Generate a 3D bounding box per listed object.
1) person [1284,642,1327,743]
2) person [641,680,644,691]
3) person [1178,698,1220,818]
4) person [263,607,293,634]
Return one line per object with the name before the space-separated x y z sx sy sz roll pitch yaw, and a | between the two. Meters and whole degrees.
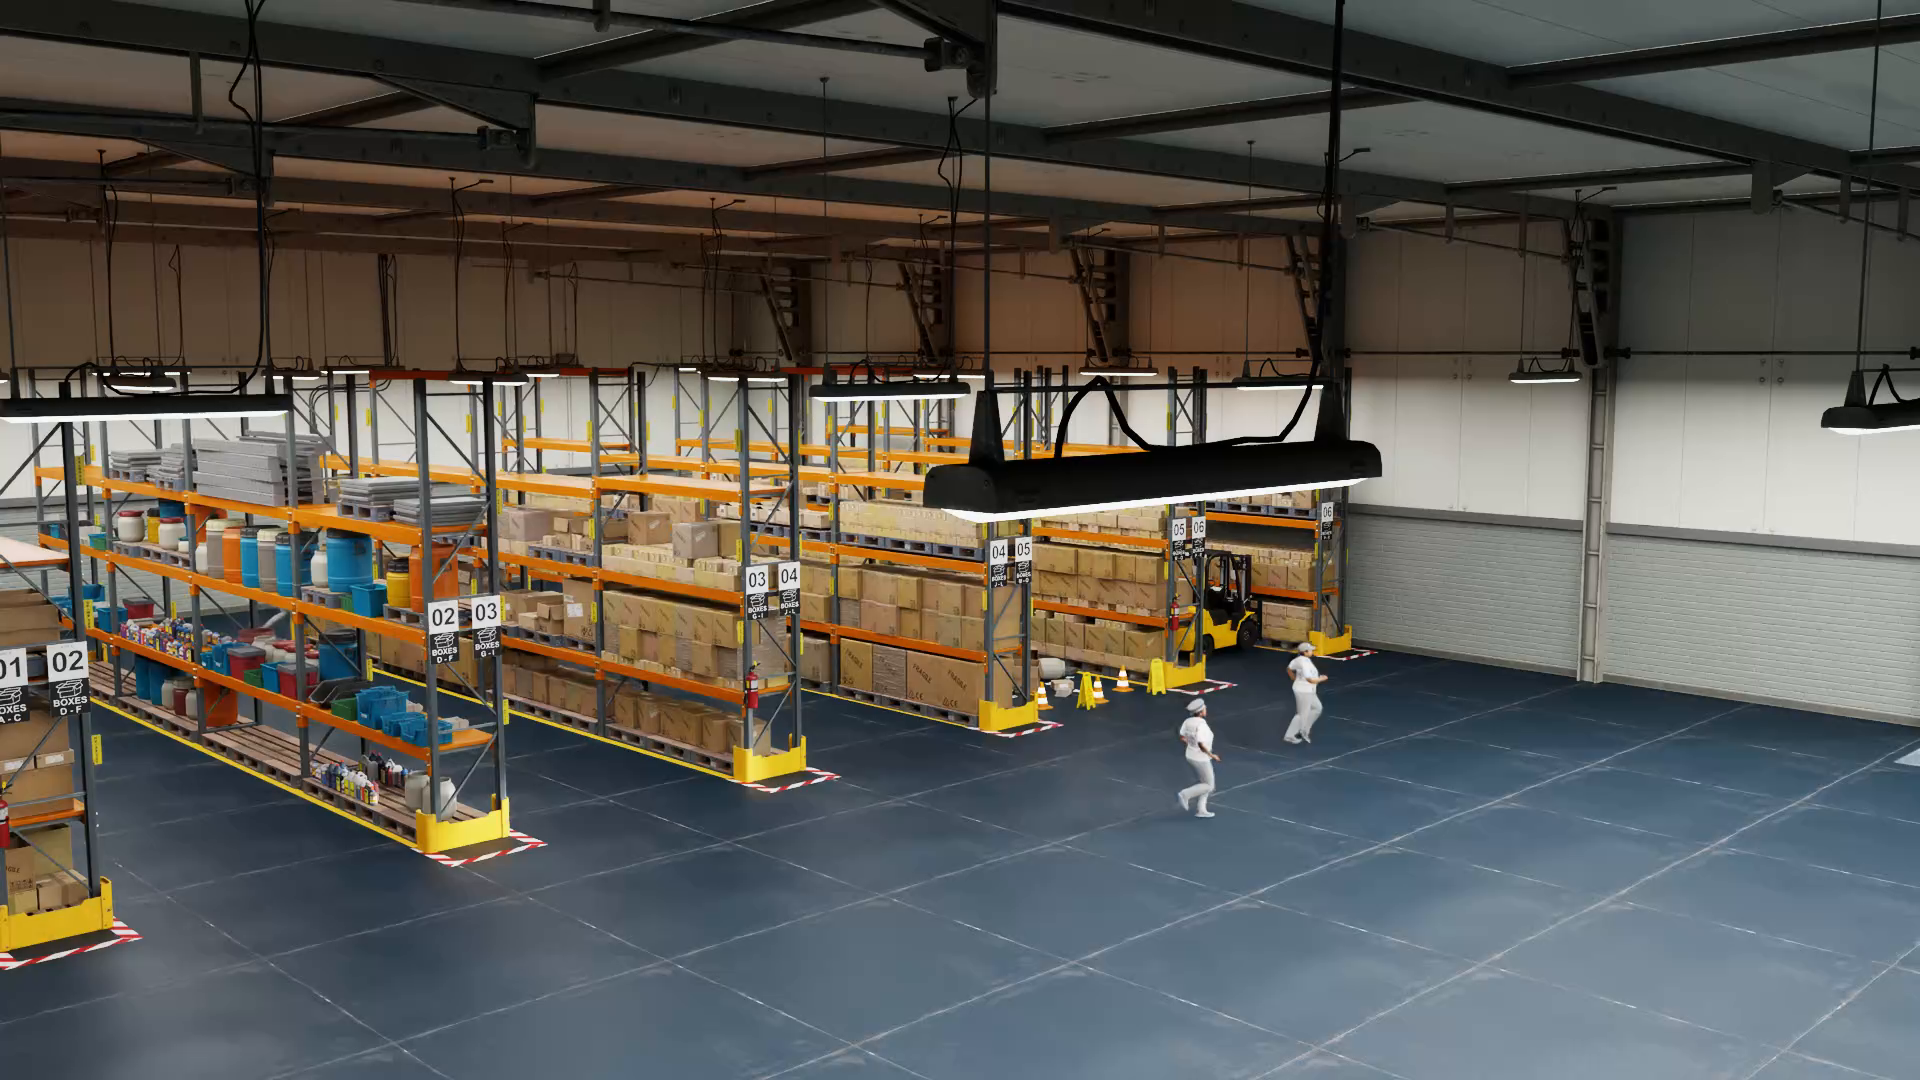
person | 5.582 2.487 26.856 0.688 1.685 0.557 0 6 4
person | -5.649 2.108 30.511 0.582 1.567 0.541 5 8 40
person | 3.194 2.972 22.576 0.611 1.665 0.575 -3 7 -22
person | -15.020 1.294 36.931 0.913 1.795 0.713 -4 8 -33
